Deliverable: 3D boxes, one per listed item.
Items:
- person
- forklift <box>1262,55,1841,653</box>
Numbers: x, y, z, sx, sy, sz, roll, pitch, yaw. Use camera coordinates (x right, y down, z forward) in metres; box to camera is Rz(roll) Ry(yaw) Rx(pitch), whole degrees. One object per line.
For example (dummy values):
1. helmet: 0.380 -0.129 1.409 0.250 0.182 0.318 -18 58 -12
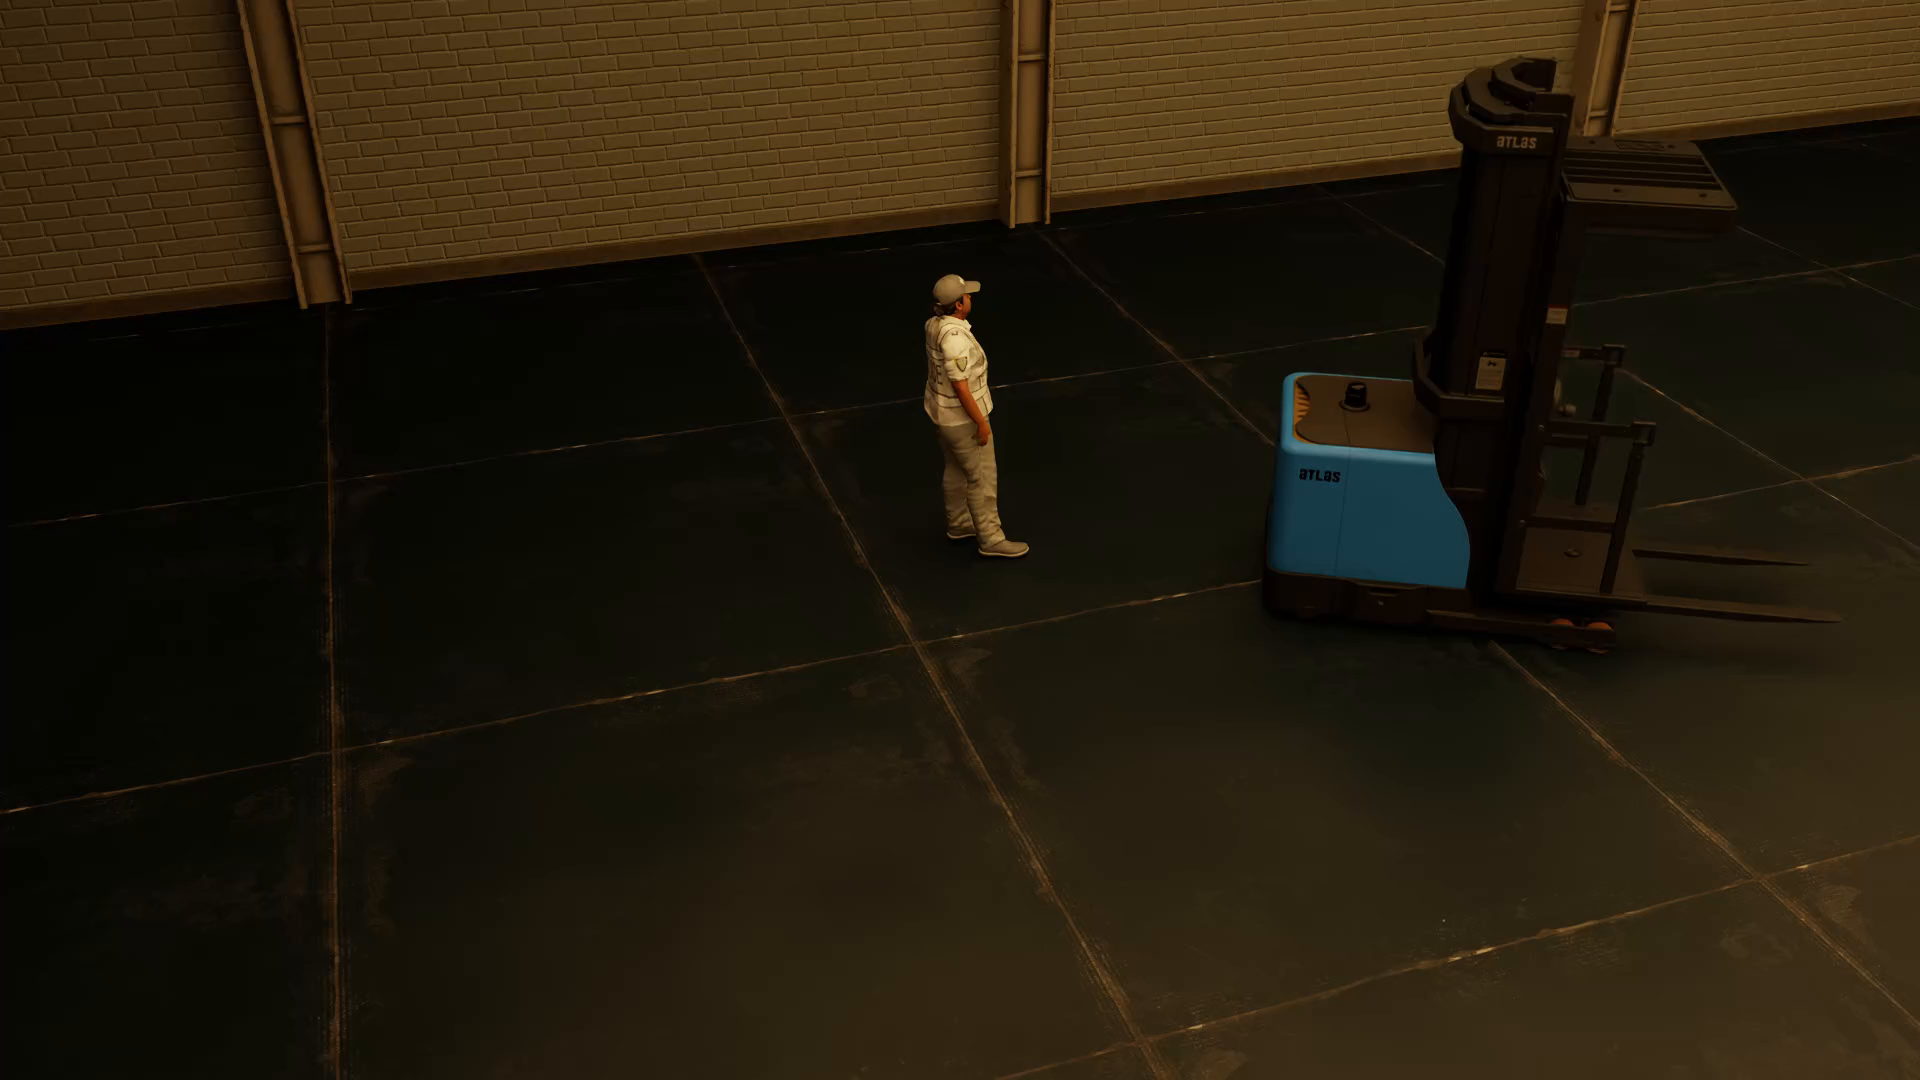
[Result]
1. person: 0.080 -0.730 9.609 0.529 1.670 0.599 -10 31 -16
2. forklift: 3.255 -0.948 8.734 3.031 2.935 1.130 5 30 9
